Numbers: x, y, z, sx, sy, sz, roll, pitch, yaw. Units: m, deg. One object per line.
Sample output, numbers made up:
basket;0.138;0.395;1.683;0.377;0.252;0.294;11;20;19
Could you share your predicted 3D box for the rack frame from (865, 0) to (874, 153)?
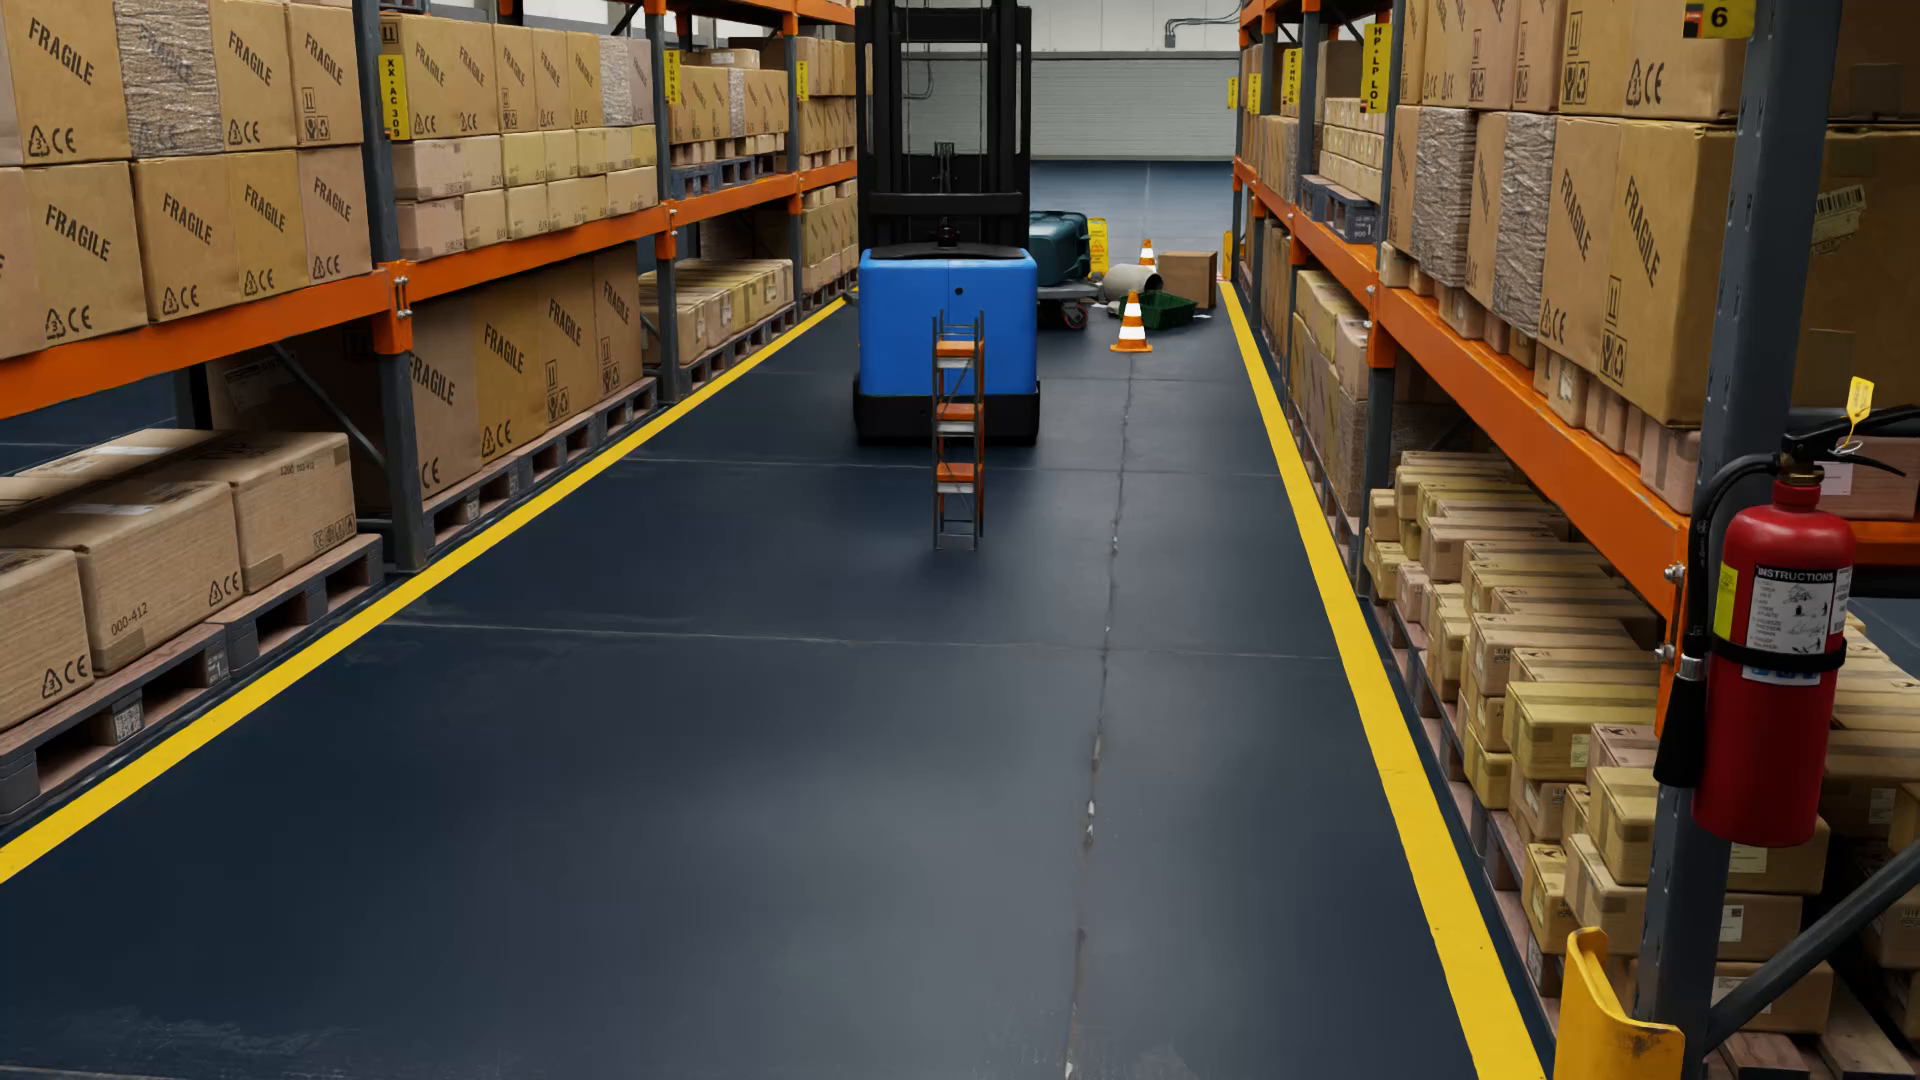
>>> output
rack frame;-1.454;-4.436;18.321;1.000;3.000;0.127;2;15;6

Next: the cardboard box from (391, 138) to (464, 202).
cardboard box;-2.479;-1.599;7.157;0.500;0.250;0.500;1;15;5

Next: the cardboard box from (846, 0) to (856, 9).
cardboard box;-1.276;-5.529;17.096;0.380;0.149;0.250;2;15;8

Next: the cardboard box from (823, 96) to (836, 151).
cardboard box;-1.476;-3.957;15.789;0.500;0.500;0.500;2;15;6

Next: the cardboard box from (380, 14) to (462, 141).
cardboard box;-2.473;-1.960;7.058;0.500;0.500;0.500;2;15;7

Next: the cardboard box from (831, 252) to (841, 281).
cardboard box;-1.465;-2.696;16.348;0.500;0.250;0.500;1;15;6

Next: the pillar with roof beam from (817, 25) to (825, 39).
pillar with roof beam;0.302;-14.977;45.812;9.100;9.000;0.400;2;15;6

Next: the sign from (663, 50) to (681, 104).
sign;-1.805;-2.905;10.440;0.100;0.325;0.005;2;15;6

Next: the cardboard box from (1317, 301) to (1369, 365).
cardboard box;2.071;-1.033;8.285;0.500;0.250;0.500;1;15;4

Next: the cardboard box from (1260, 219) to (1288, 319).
cardboard box;3.044;-2.232;13.676;1.050;0.750;0.750;2;15;6

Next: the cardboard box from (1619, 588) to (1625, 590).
cardboard box;2.186;0.255;5.060;0.380;0.149;0.250;1;15;4

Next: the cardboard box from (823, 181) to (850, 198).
cardboard box;-1.323;-3.541;16.793;0.380;0.149;0.250;2;15;9

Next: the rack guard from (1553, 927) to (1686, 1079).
rack guard;1.679;1.020;2.932;1.175;0.500;0.348;2;15;6

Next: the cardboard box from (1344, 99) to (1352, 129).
cardboard box;2.209;-2.224;8.677;0.380;0.149;0.250;2;15;9

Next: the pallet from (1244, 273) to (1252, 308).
pallet;3.323;-2.445;16.301;1.003;0.211;1.213;2;15;6

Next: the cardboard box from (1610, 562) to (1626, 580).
cardboard box;2.284;0.052;5.240;0.380;0.149;0.250;1;15;4

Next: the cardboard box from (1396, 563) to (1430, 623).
cardboard box;1.755;0.189;5.873;0.380;0.149;0.250;2;15;6

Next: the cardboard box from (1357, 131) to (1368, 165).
cardboard box;2.115;-1.880;7.976;0.380;0.149;0.250;2;15;7

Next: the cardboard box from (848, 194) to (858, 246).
cardboard box;-1.341;-3.323;17.230;0.500;0.500;0.500;2;15;8

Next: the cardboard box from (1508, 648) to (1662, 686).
cardboard box;1.559;0.375;4.046;0.380;0.149;0.250;1;15;4

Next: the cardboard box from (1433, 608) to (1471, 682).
cardboard box;1.599;0.310;4.856;0.380;0.149;0.250;2;15;7

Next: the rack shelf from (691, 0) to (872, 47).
rack shelf;-1.680;-5.018;16.105;1.077;0.370;4.000;2;15;6

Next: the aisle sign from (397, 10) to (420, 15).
aisle sign;-6.087;-5.845;18.550;0.394;0.787;0.004;2;15;6

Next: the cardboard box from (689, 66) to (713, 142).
cardboard box;-2.024;-3.001;11.448;0.500;0.500;0.500;2;15;9

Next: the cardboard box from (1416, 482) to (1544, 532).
cardboard box;1.807;-0.098;5.795;0.380;0.149;0.250;1;15;5

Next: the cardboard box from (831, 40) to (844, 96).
cardboard box;-1.478;-4.442;15.667;0.700;0.500;0.500;1;15;5

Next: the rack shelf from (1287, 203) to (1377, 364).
rack shelf;2.347;-1.376;8.381;1.077;0.370;4.000;2;15;6

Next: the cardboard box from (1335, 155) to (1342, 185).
cardboard box;2.232;-2.003;9.001;0.380;0.149;0.250;2;15;9

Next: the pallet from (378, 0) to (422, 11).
pallet;-6.492;-5.804;17.803;1.003;0.211;1.213;2;15;6

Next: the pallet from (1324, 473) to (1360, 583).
pallet;2.208;-0.060;7.480;1.003;0.211;1.213;2;15;6

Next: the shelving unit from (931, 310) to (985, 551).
shelving unit;-0.006;-0.493;7.474;0.215;1.050;0.252;2;15;6

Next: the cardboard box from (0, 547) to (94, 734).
cardboard box;-3.190;0.336;4.777;0.875;0.438;0.875;2;15;8

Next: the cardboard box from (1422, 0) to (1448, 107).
cardboard box;1.785;-1.634;5.282;0.500;0.500;0.500;1;15;5

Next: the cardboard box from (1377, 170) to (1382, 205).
cardboard box;2.028;-1.526;7.238;0.380;0.149;0.250;2;15;6

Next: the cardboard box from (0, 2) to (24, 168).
cardboard box;-2.821;-1.201;4.251;0.500;0.500;0.500;2;15;6

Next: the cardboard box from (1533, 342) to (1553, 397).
cardboard box;1.569;-0.402;3.882;0.380;0.149;0.250;1;15;4

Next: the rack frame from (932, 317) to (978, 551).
rack frame;-0.020;-0.461;7.357;0.200;1.050;0.008;2;15;6

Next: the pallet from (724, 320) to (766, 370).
pallet;-2.127;-1.533;12.928;1.003;0.211;1.213;2;15;6

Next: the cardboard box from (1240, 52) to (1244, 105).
cardboard box;3.395;-4.815;17.367;0.875;0.550;0.550;2;15;6

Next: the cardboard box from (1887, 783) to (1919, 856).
cardboard box;2.067;0.594;3.238;0.380;0.149;0.250;1;15;4

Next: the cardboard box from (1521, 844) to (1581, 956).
cardboard box;1.451;0.794;3.635;0.380;0.149;0.250;2;15;8

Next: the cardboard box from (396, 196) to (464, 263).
cardboard box;-2.496;-1.358;7.224;0.500;0.250;0.500;1;15;5

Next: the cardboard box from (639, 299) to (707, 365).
cardboard box;-2.283;-1.442;11.477;0.950;0.372;0.625;1;15;2

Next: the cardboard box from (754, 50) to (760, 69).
cardboard box;-1.798;-3.801;13.163;0.380;0.149;0.250;1;15;5

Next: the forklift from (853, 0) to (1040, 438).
forklift;-0.111;-2.341;10.703;1.130;2.935;3.031;0;15;-2

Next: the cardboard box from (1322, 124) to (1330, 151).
cardboard box;2.319;-2.347;9.703;0.380;0.149;0.250;2;15;9

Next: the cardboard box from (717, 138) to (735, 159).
cardboard box;-1.905;-2.939;12.462;0.380;0.149;0.250;2;15;8

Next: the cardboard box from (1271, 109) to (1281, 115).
cardboard box;3.054;-3.448;14.378;0.875;0.550;0.550;2;15;6

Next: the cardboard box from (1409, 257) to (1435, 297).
cardboard box;1.809;-0.950;5.910;0.380;0.149;0.250;2;15;8

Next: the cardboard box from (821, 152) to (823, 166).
cardboard box;-1.513;-3.620;15.783;0.380;0.149;0.250;2;15;6

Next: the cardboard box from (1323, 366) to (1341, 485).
cardboard box;2.013;-0.533;7.870;0.500;0.500;0.500;1;15;5

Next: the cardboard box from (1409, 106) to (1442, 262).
cardboard box;1.766;-1.147;5.394;0.500;0.500;0.500;2;15;6

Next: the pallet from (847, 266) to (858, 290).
pallet;-1.590;-2.861;17.837;1.003;0.211;1.213;2;15;6

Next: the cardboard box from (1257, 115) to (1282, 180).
cardboard box;2.697;-3.199;13.554;0.500;0.500;0.500;2;15;7

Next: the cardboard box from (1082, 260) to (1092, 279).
cardboard box;0.863;-2.701;16.687;0.797;0.503;0.637;-10;18;-32
